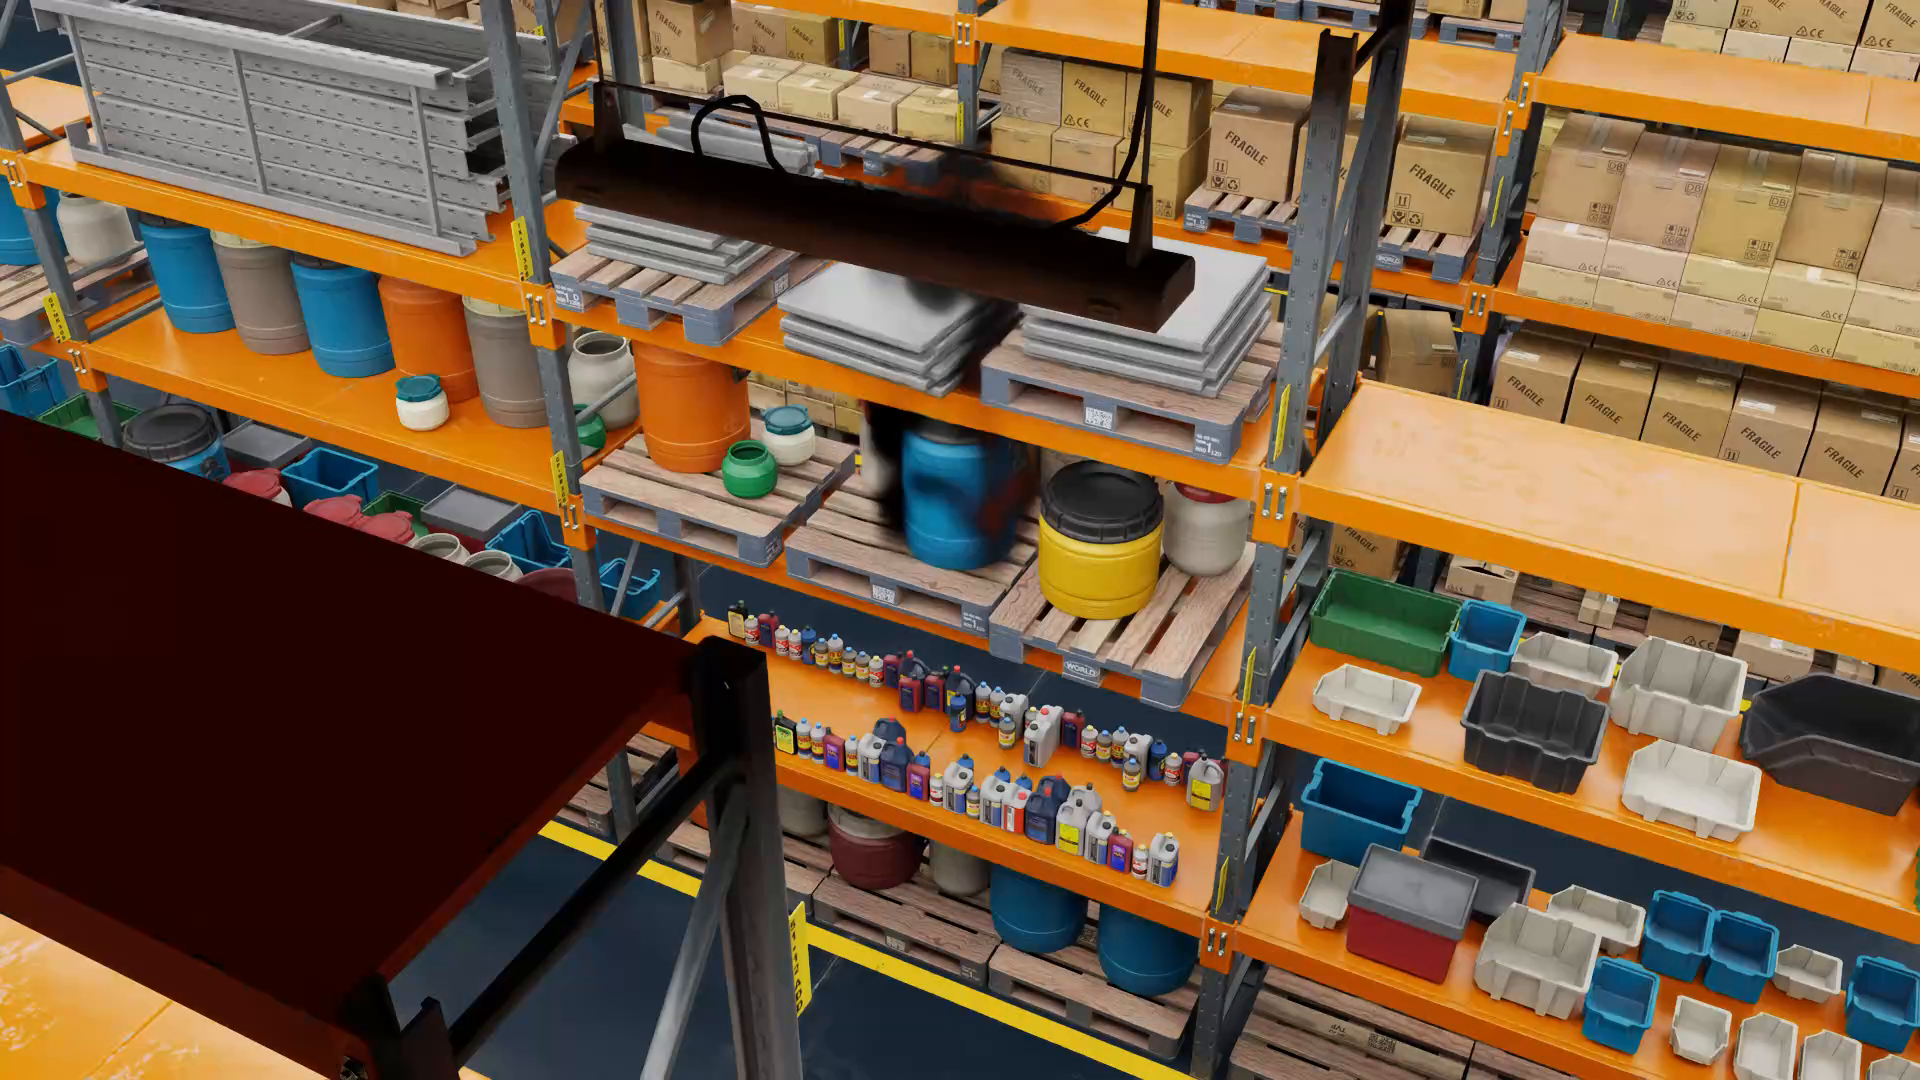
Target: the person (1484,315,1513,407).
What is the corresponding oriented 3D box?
[{"bbox_3d":[4.477,-1.193,14.197,0.784,1.653,0.527,14,37,19],"label":"person"}]
